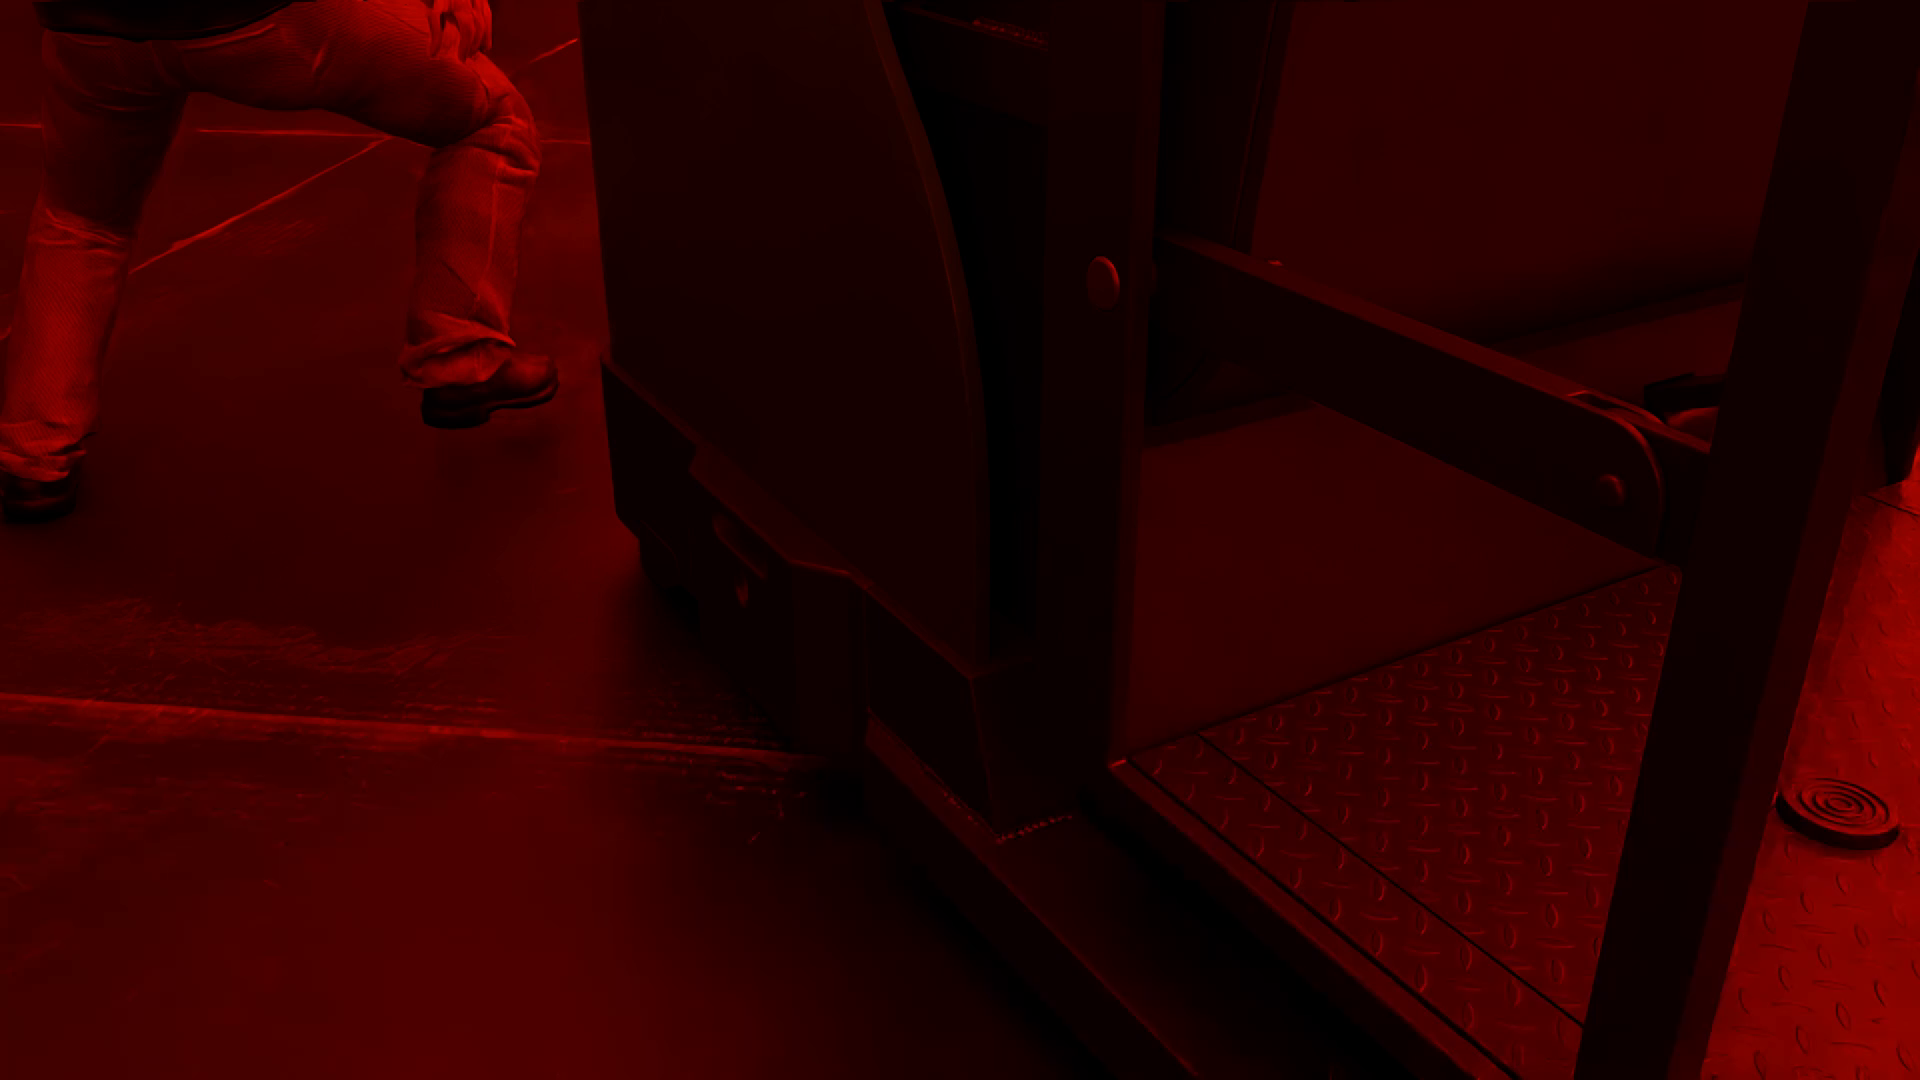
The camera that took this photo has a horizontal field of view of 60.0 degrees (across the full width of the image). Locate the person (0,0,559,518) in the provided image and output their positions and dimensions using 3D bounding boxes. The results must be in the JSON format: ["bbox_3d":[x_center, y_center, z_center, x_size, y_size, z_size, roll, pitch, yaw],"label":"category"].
[{"bbox_3d":[-1.149,-0.841,2.443,0.938,1.596,0.675,7,27,14],"label":"person"}]

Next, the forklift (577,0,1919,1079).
[{"bbox_3d":[0.685,-0.856,0.933,1.130,2.935,3.031,-15,30,-27],"label":"forklift"}]
